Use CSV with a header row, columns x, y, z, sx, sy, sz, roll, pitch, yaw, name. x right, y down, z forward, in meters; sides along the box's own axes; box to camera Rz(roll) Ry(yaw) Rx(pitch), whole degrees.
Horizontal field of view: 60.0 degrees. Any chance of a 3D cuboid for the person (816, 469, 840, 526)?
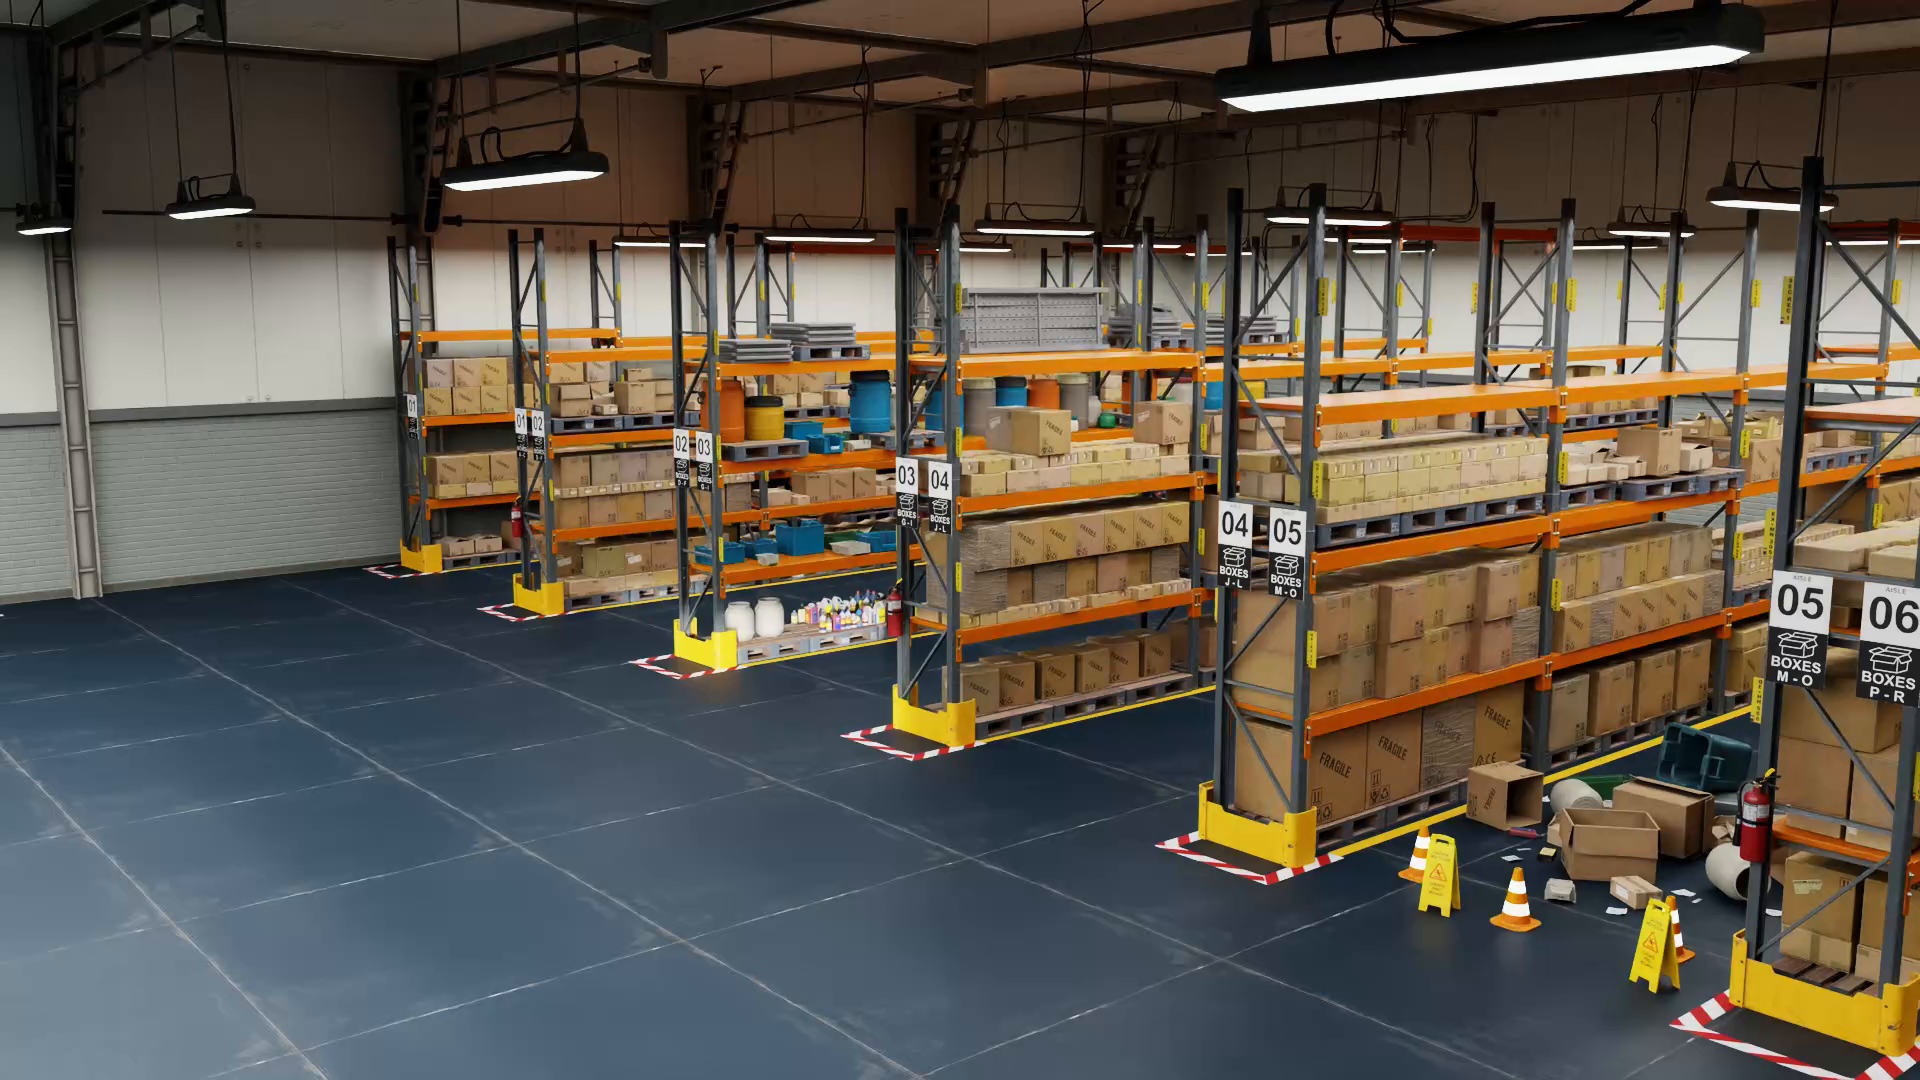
x,y,z,sx,sy,sz,roll,pitch,yaw,name
-2.551,-0.568,32.044,1.039,1.615,0.600,-7,11,-40,person
